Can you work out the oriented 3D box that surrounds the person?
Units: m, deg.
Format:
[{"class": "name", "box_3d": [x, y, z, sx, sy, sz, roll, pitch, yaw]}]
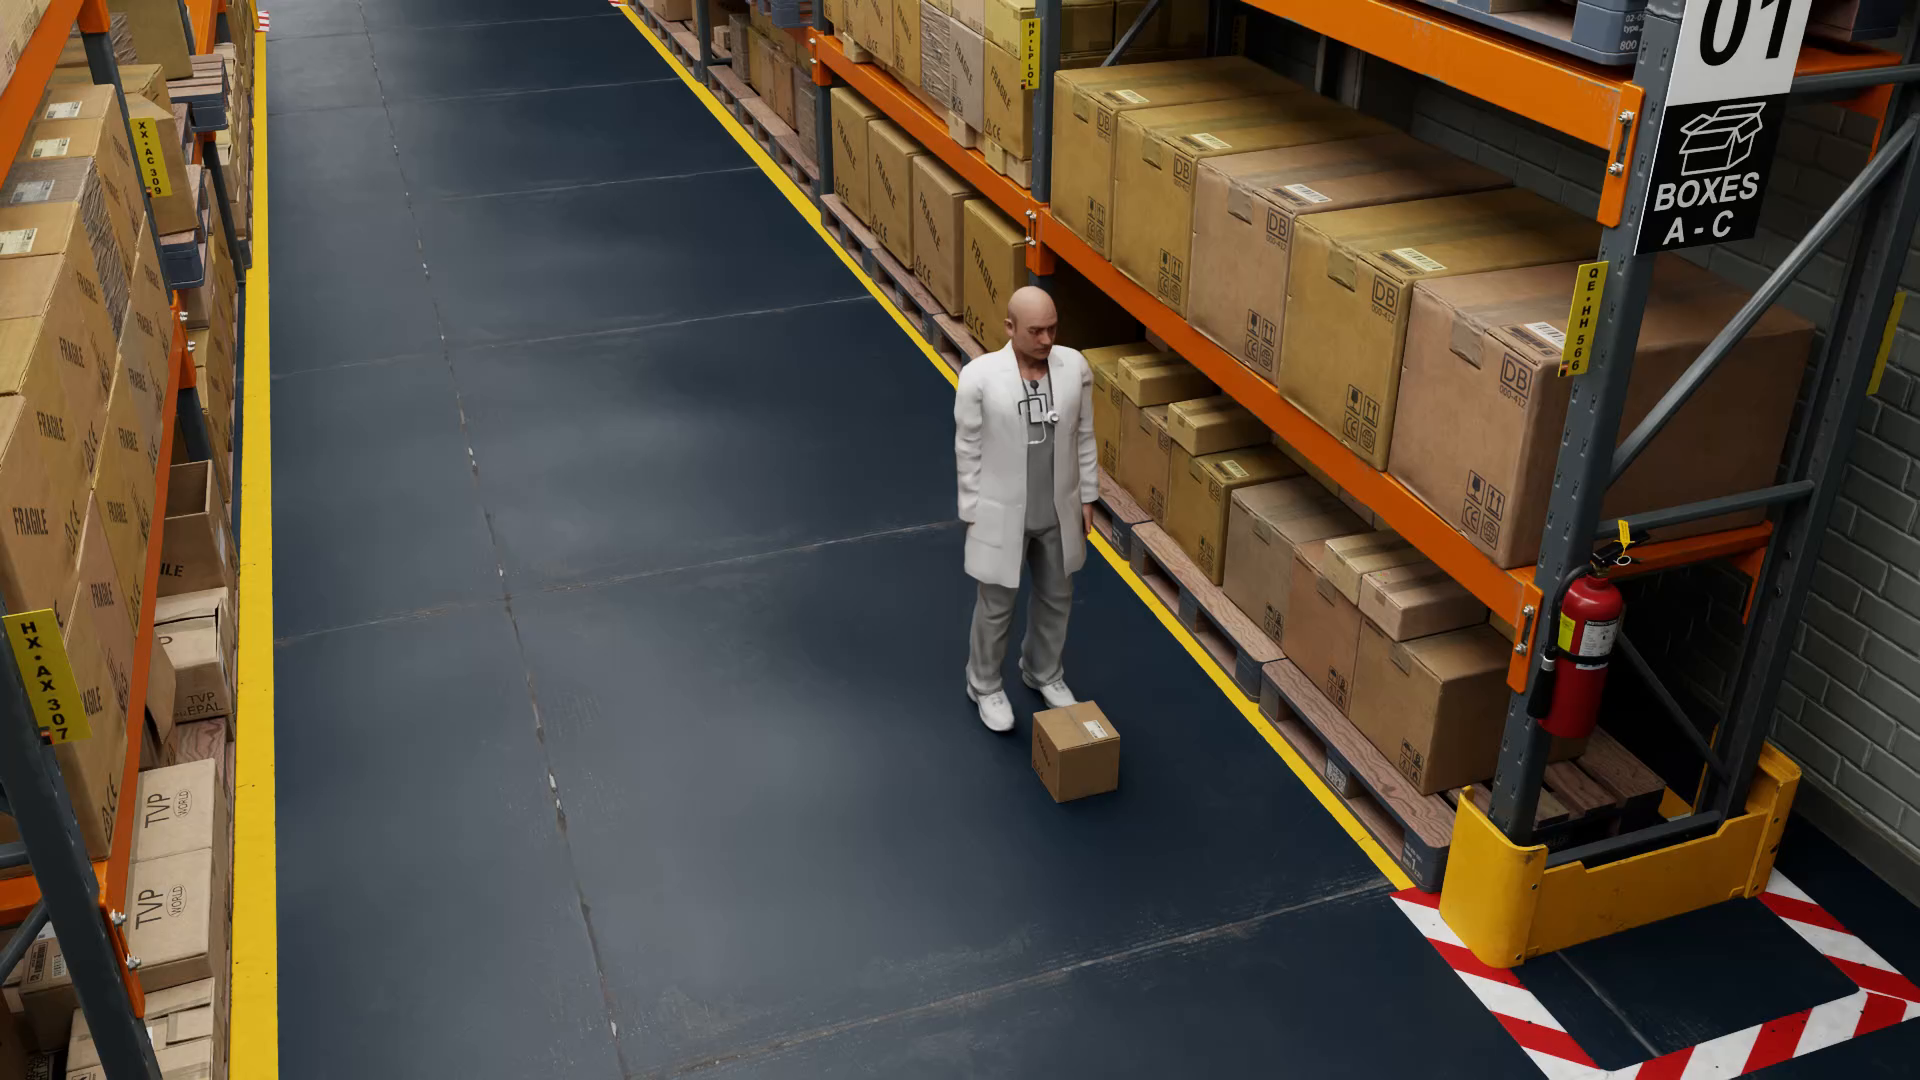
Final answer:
[{"class": "person", "box_3d": [0.269, -0.108, 6.337, 0.561, 1.777, 0.382, -10, 31, -17]}]
